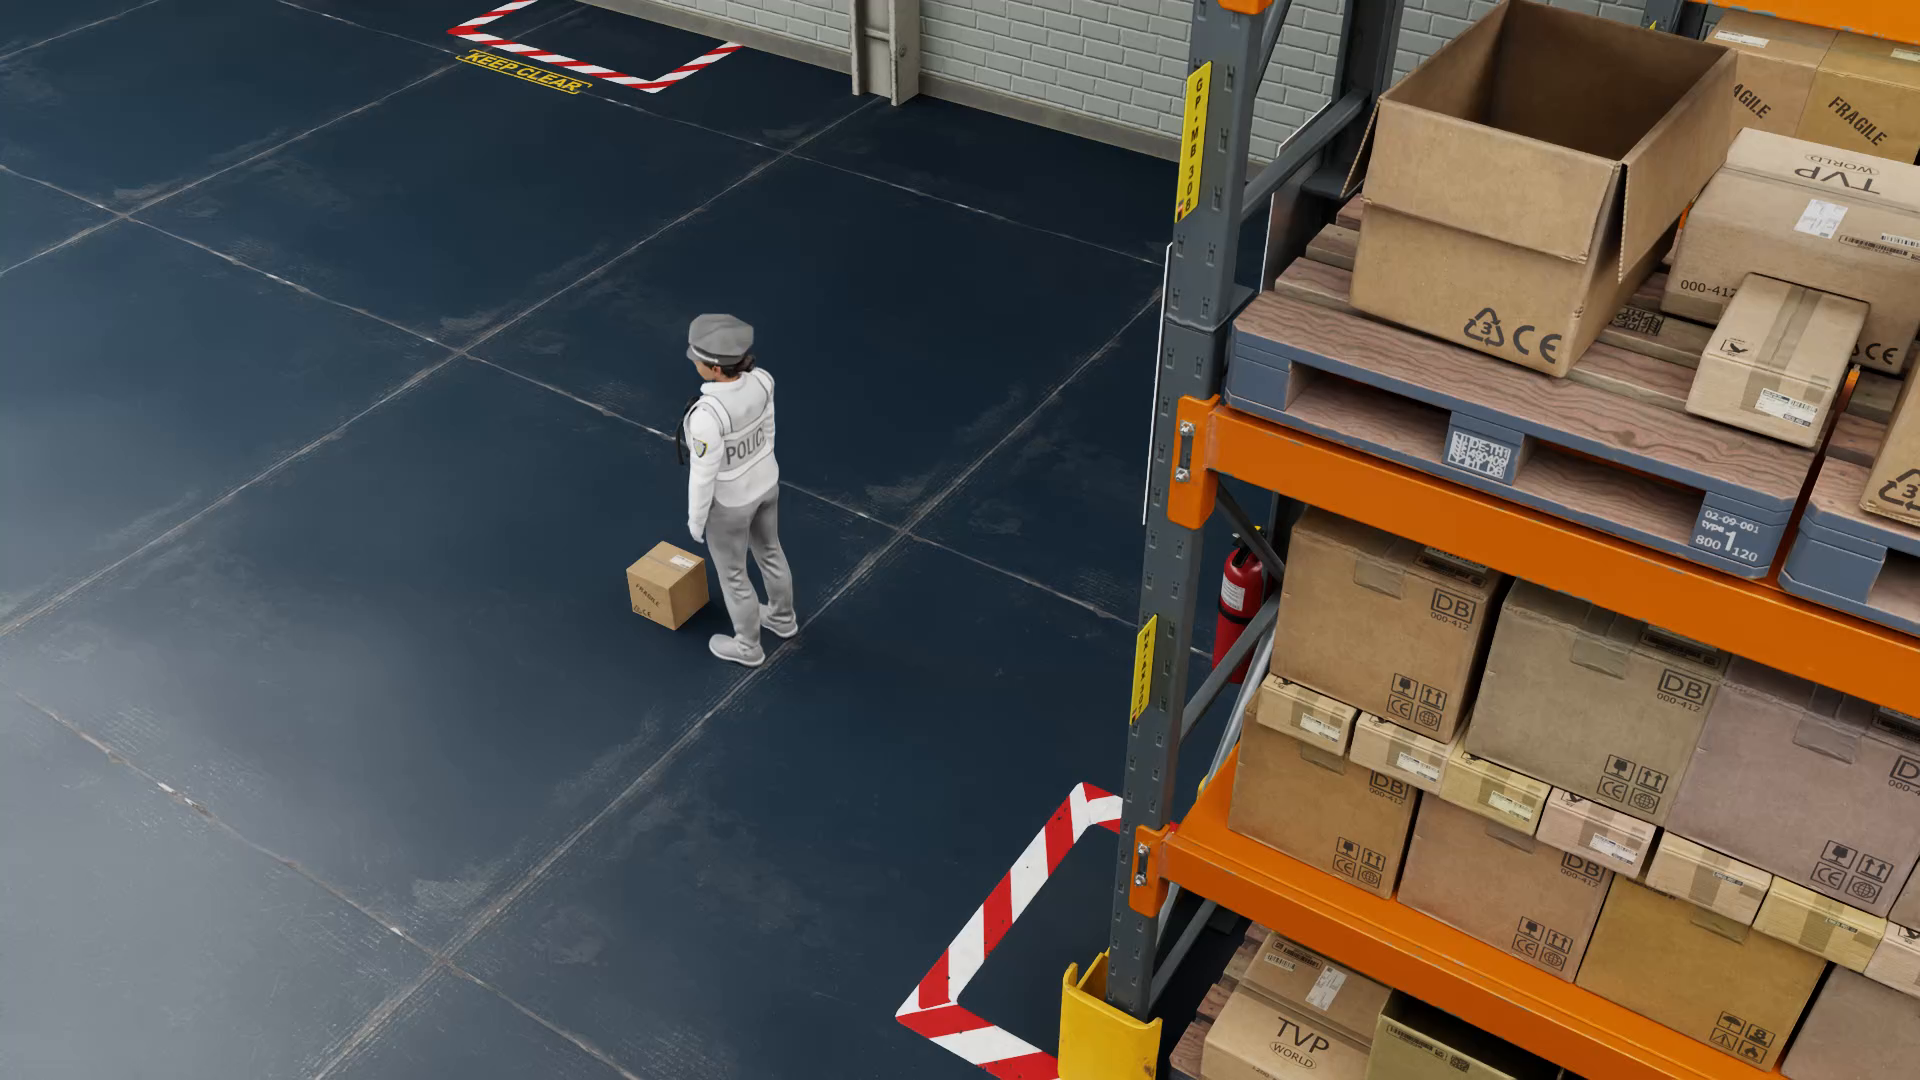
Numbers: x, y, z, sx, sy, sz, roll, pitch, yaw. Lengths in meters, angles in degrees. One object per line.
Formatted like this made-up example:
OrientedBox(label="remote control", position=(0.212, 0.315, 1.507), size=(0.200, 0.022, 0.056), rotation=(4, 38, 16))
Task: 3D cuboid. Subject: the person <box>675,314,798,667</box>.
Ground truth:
OrientedBox(label="person", position=(-0.939, -0.178, 6.904), size=(0.329, 1.692, 0.494), rotation=(23, 44, 26))
